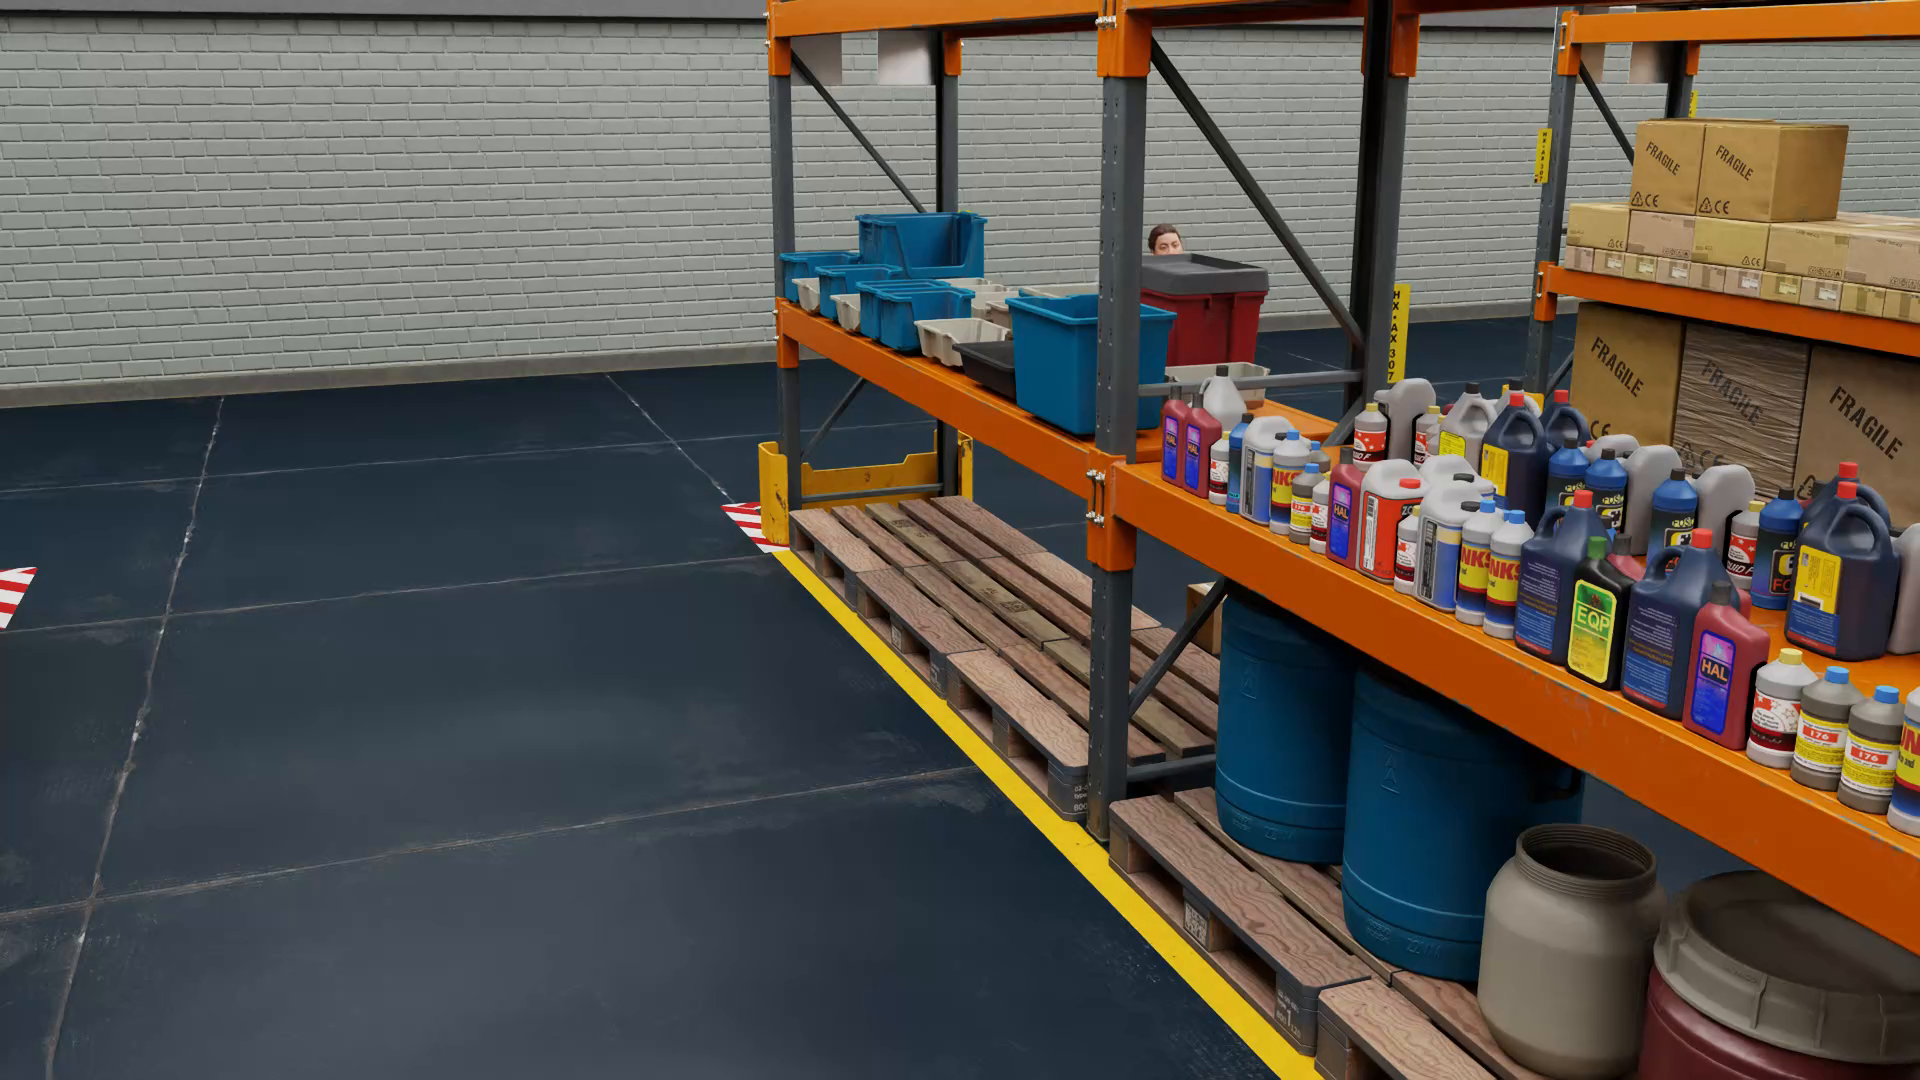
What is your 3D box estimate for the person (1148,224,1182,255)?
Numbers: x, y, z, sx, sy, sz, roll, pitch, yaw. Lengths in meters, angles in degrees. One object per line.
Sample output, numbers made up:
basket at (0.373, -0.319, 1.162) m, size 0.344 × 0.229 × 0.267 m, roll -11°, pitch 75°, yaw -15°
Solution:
person at (1.247, -0.956, 9.376) m, size 0.616 × 1.647 × 0.460 m, roll -3°, pitch 16°, yaw -12°
